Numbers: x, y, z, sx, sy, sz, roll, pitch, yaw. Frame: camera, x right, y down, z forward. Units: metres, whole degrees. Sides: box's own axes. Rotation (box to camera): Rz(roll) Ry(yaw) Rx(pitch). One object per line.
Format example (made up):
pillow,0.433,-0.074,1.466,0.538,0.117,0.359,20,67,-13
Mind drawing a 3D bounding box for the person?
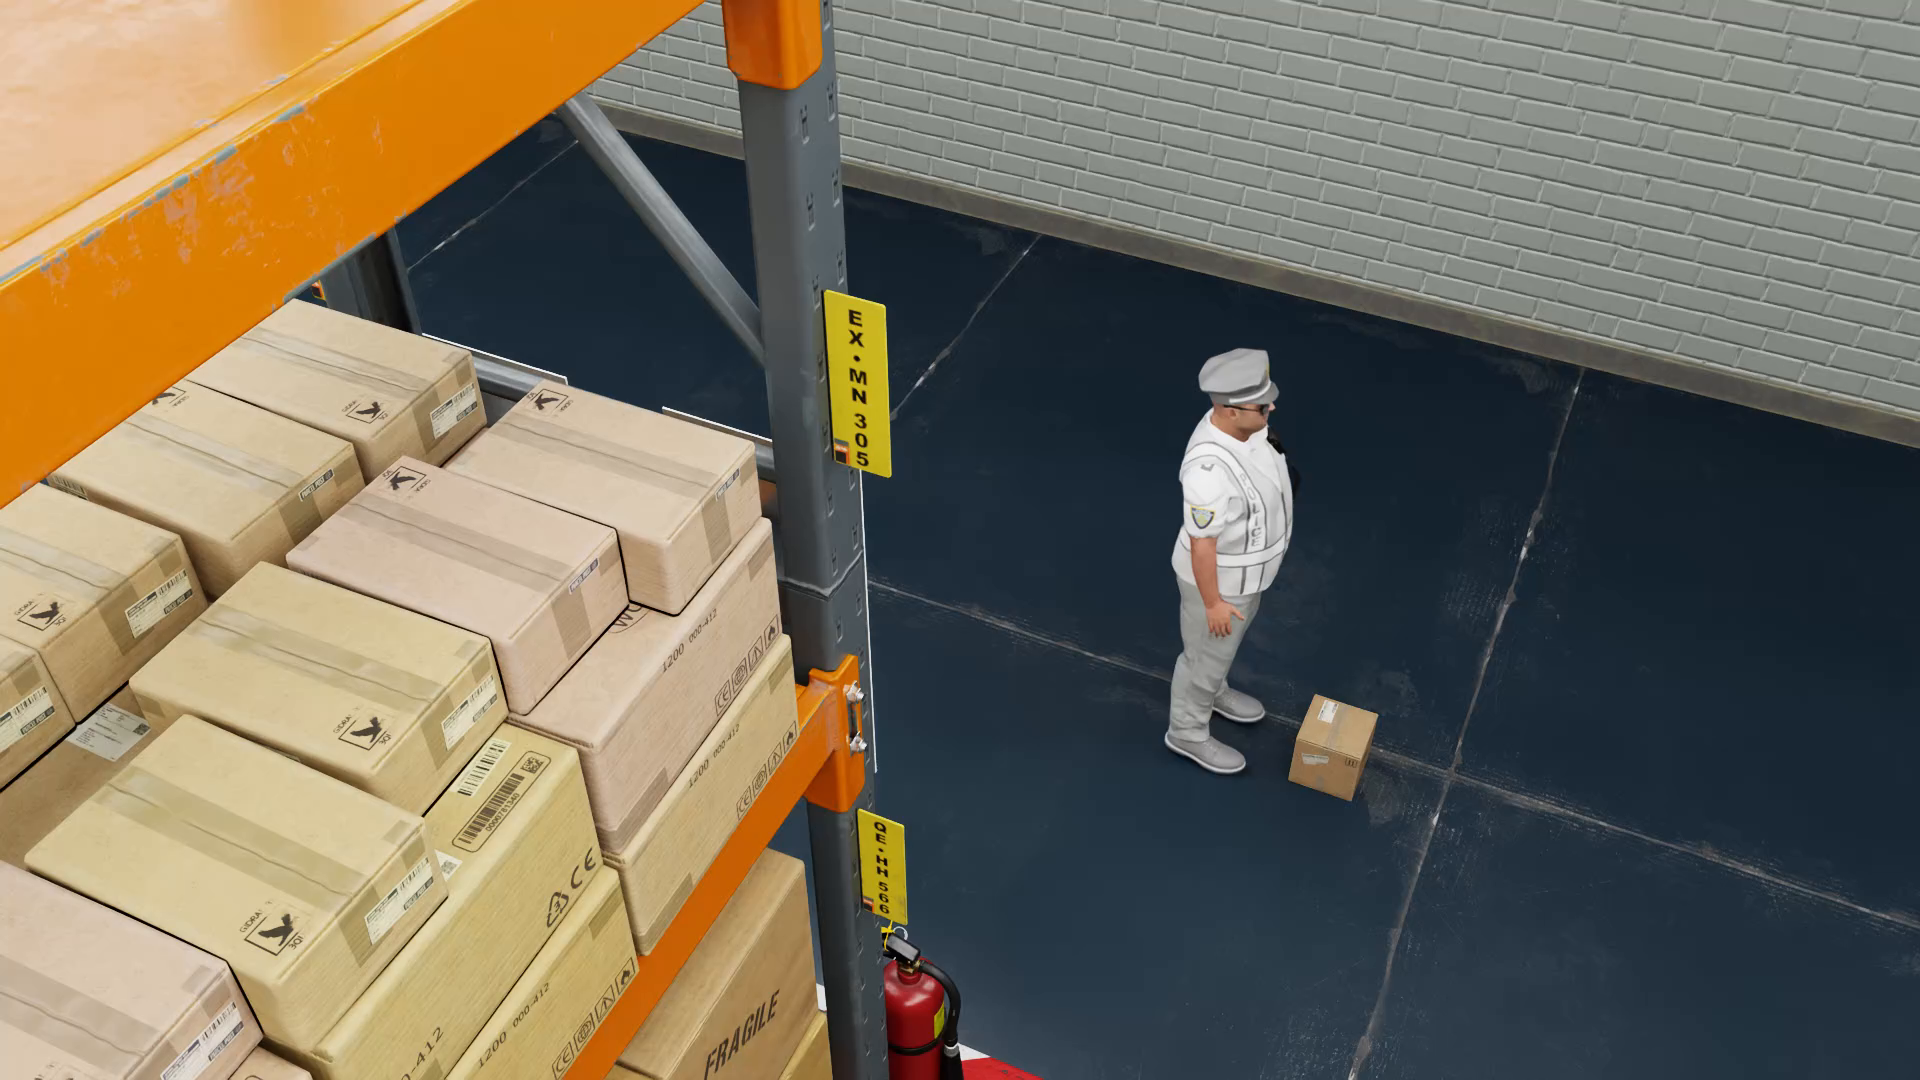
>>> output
person,0.985,0.083,6.029,0.403,1.785,0.536,18,45,19
